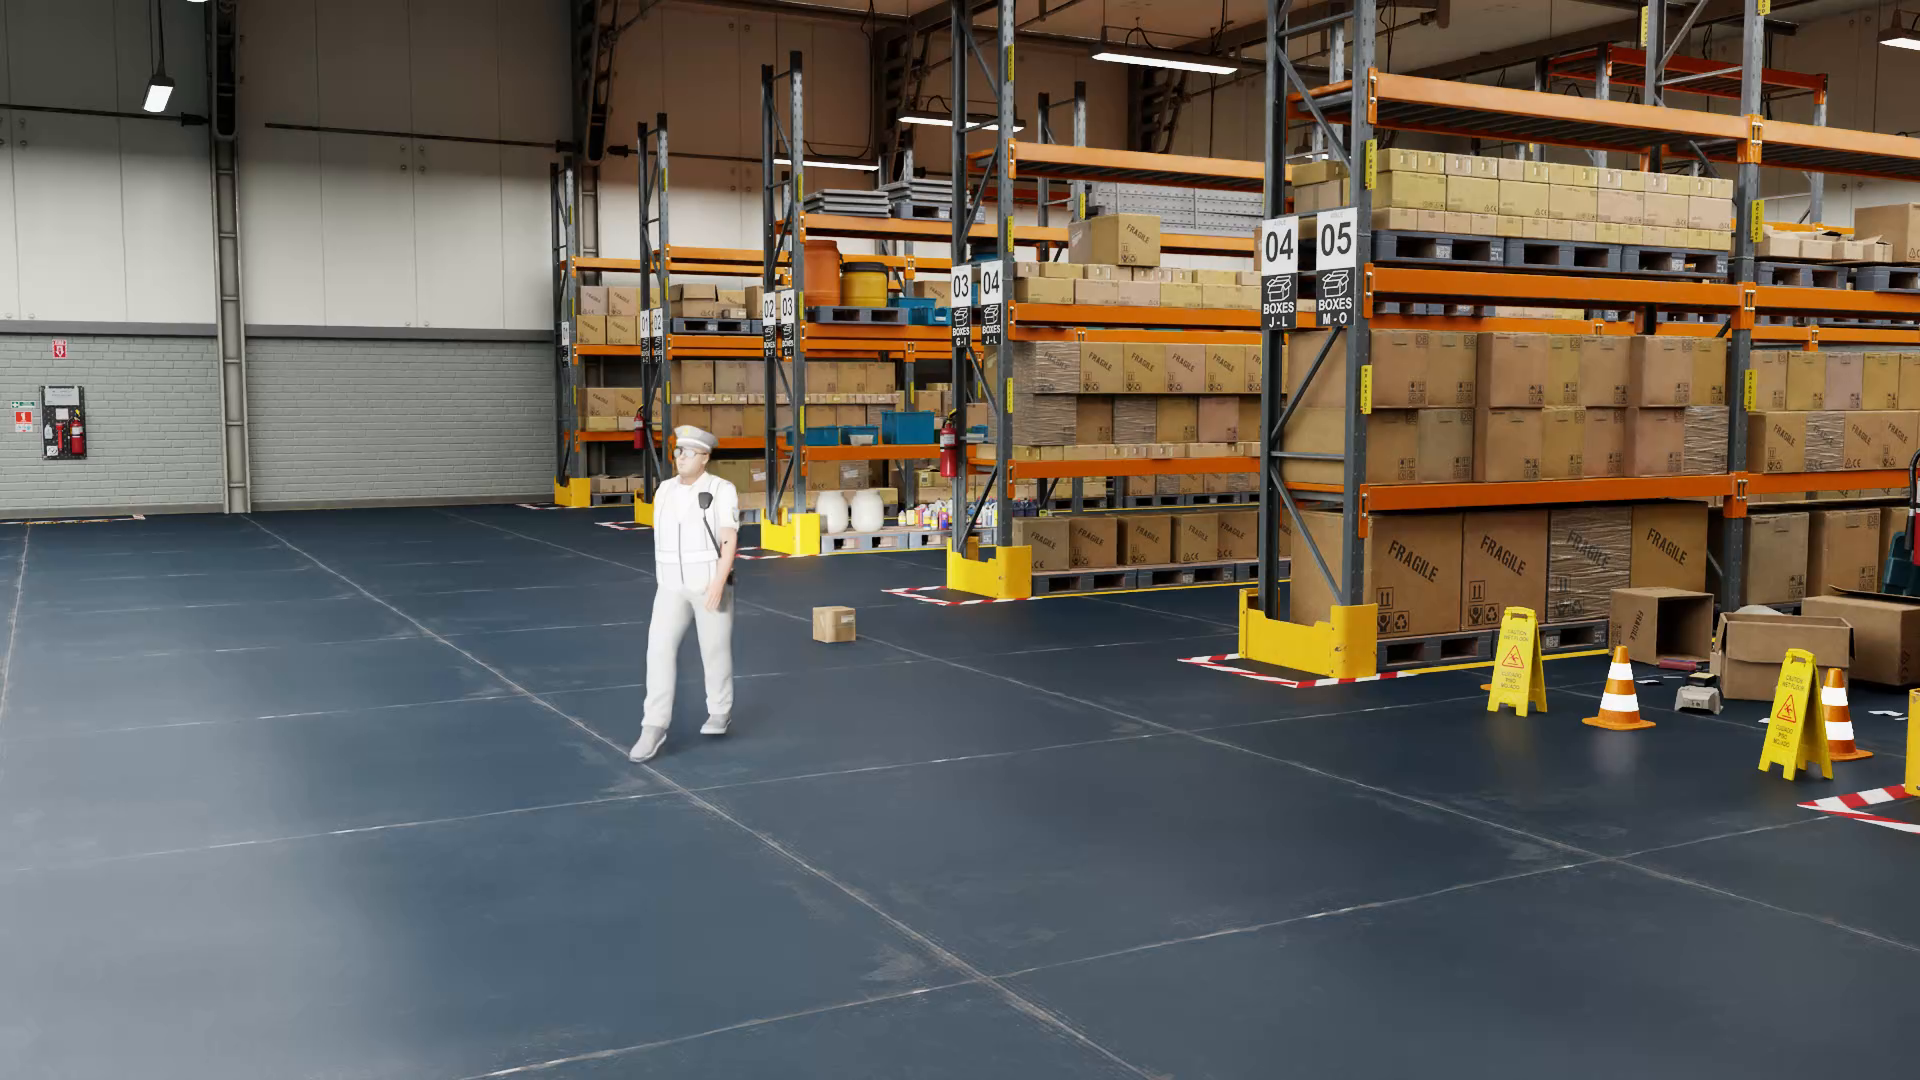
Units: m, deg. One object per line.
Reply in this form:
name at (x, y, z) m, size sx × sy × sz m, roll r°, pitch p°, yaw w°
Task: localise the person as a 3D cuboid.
person at (-1.484, 0.258, 9.092) m, size 0.529 × 1.767 × 0.903 m, roll 1°, pitch 5°, yaw 11°
